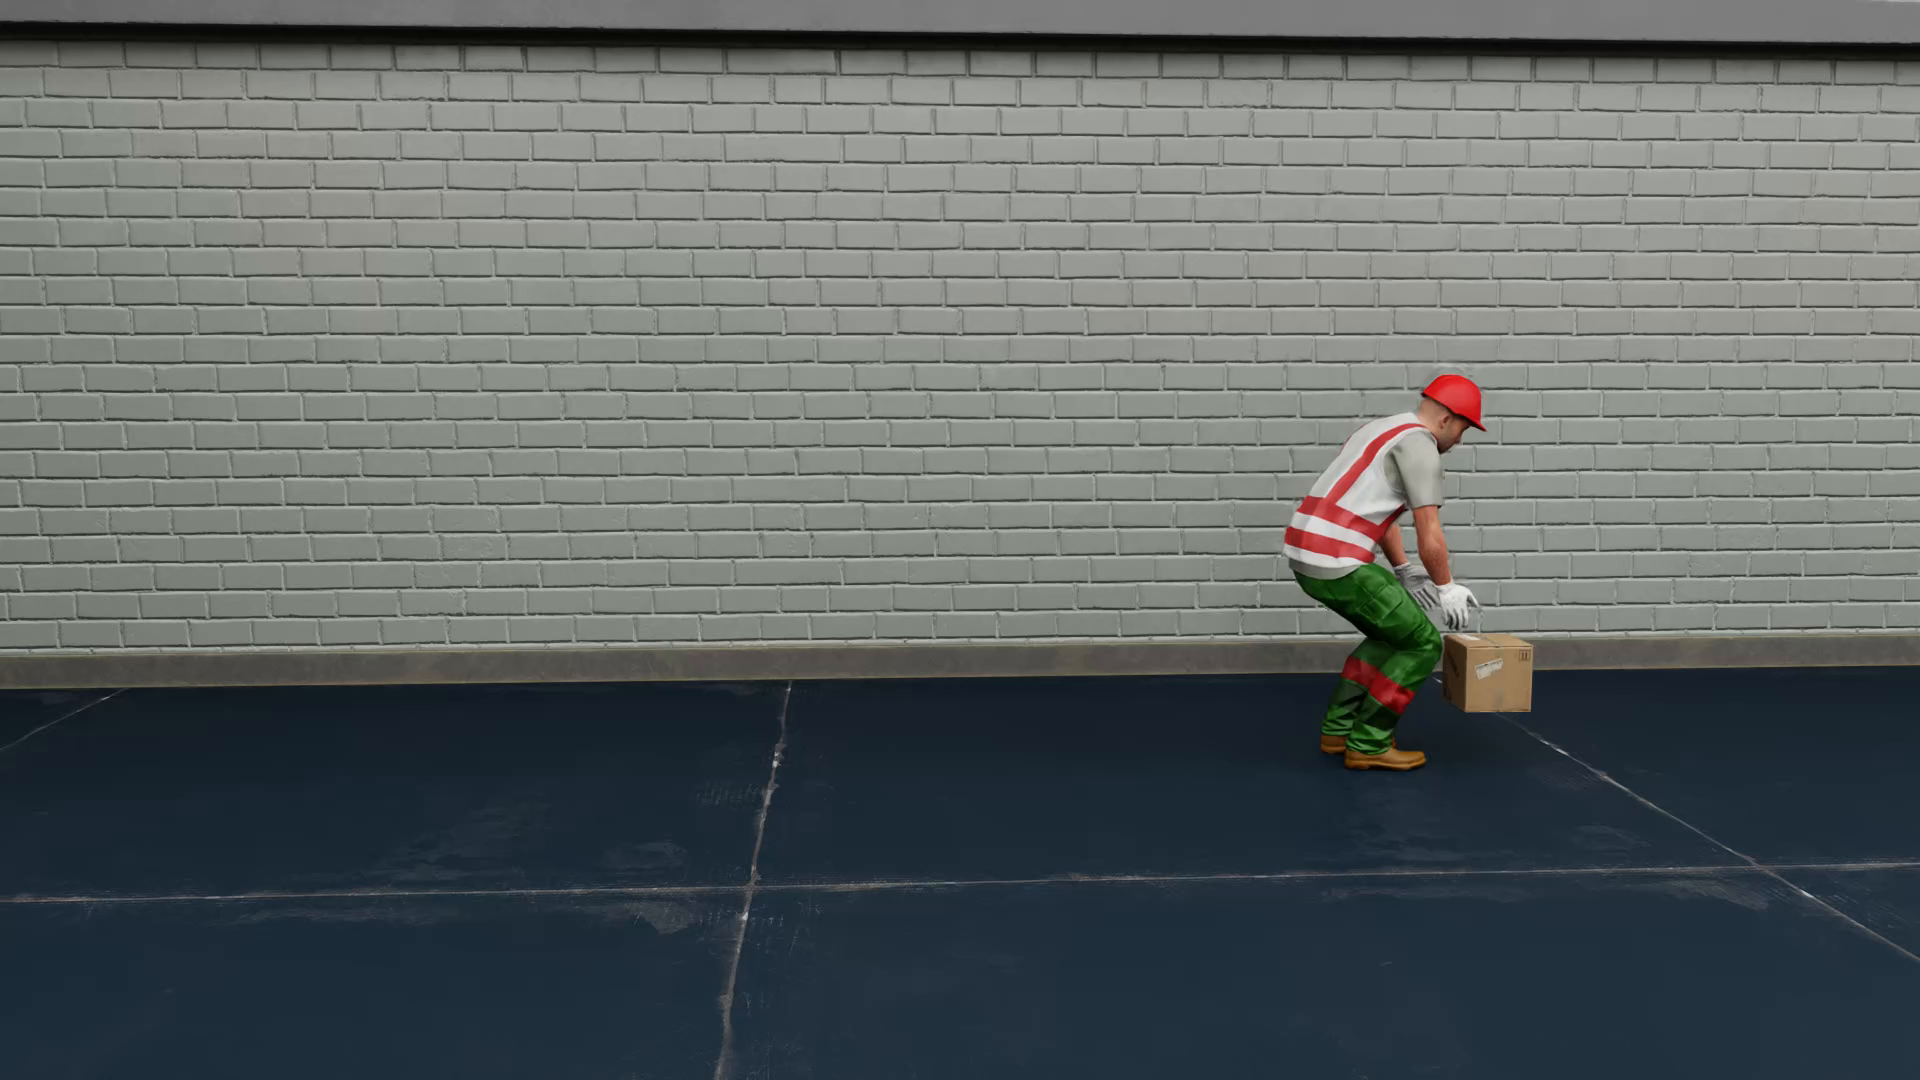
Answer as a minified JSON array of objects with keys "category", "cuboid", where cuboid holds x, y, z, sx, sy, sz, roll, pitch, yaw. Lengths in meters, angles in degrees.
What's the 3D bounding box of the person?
[{"category":"person","cuboid":[1.583,0.105,6.220,0.748,1.443,0.583,0,7,-4]}]
